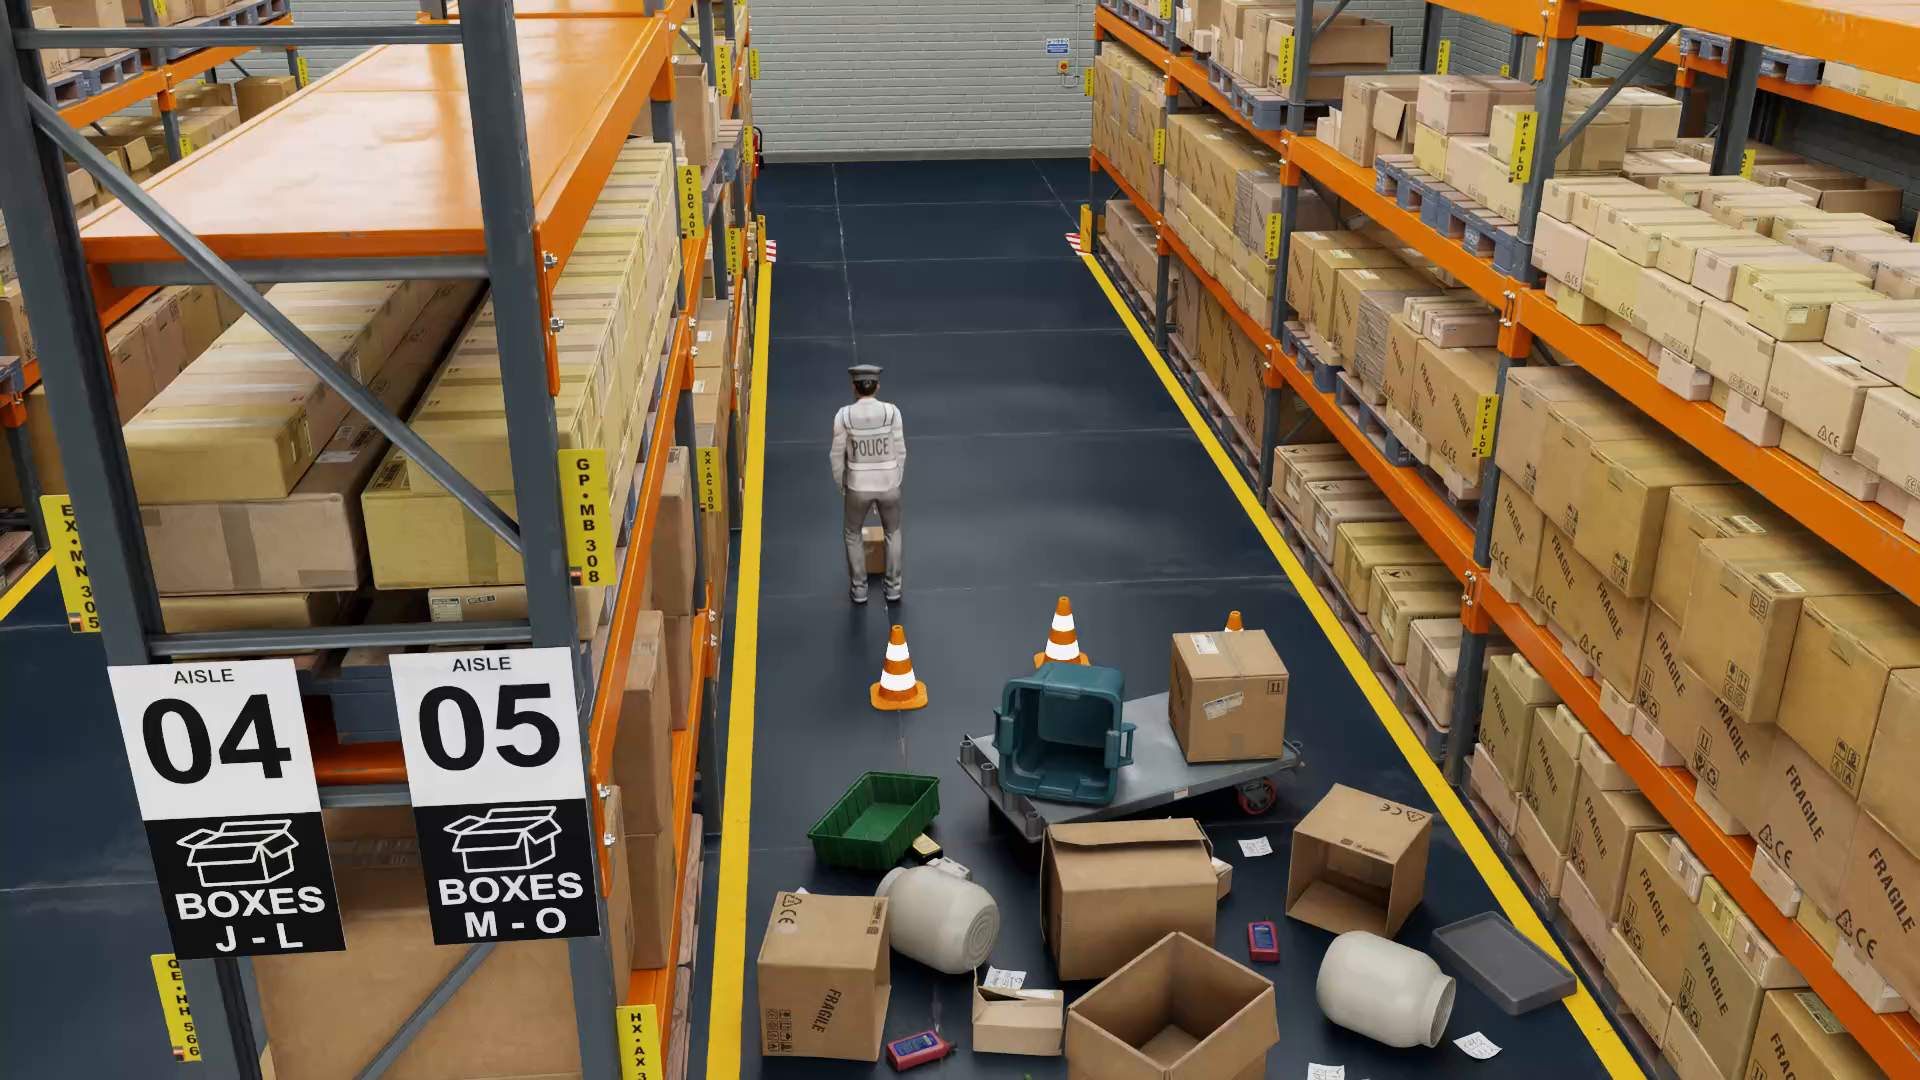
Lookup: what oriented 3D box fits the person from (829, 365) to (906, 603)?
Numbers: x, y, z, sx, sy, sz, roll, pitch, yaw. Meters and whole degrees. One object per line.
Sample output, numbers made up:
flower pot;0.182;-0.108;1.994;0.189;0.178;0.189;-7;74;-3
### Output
person;-0.605;-0.362;10.996;0.504;1.616;0.465;-2;24;-4
